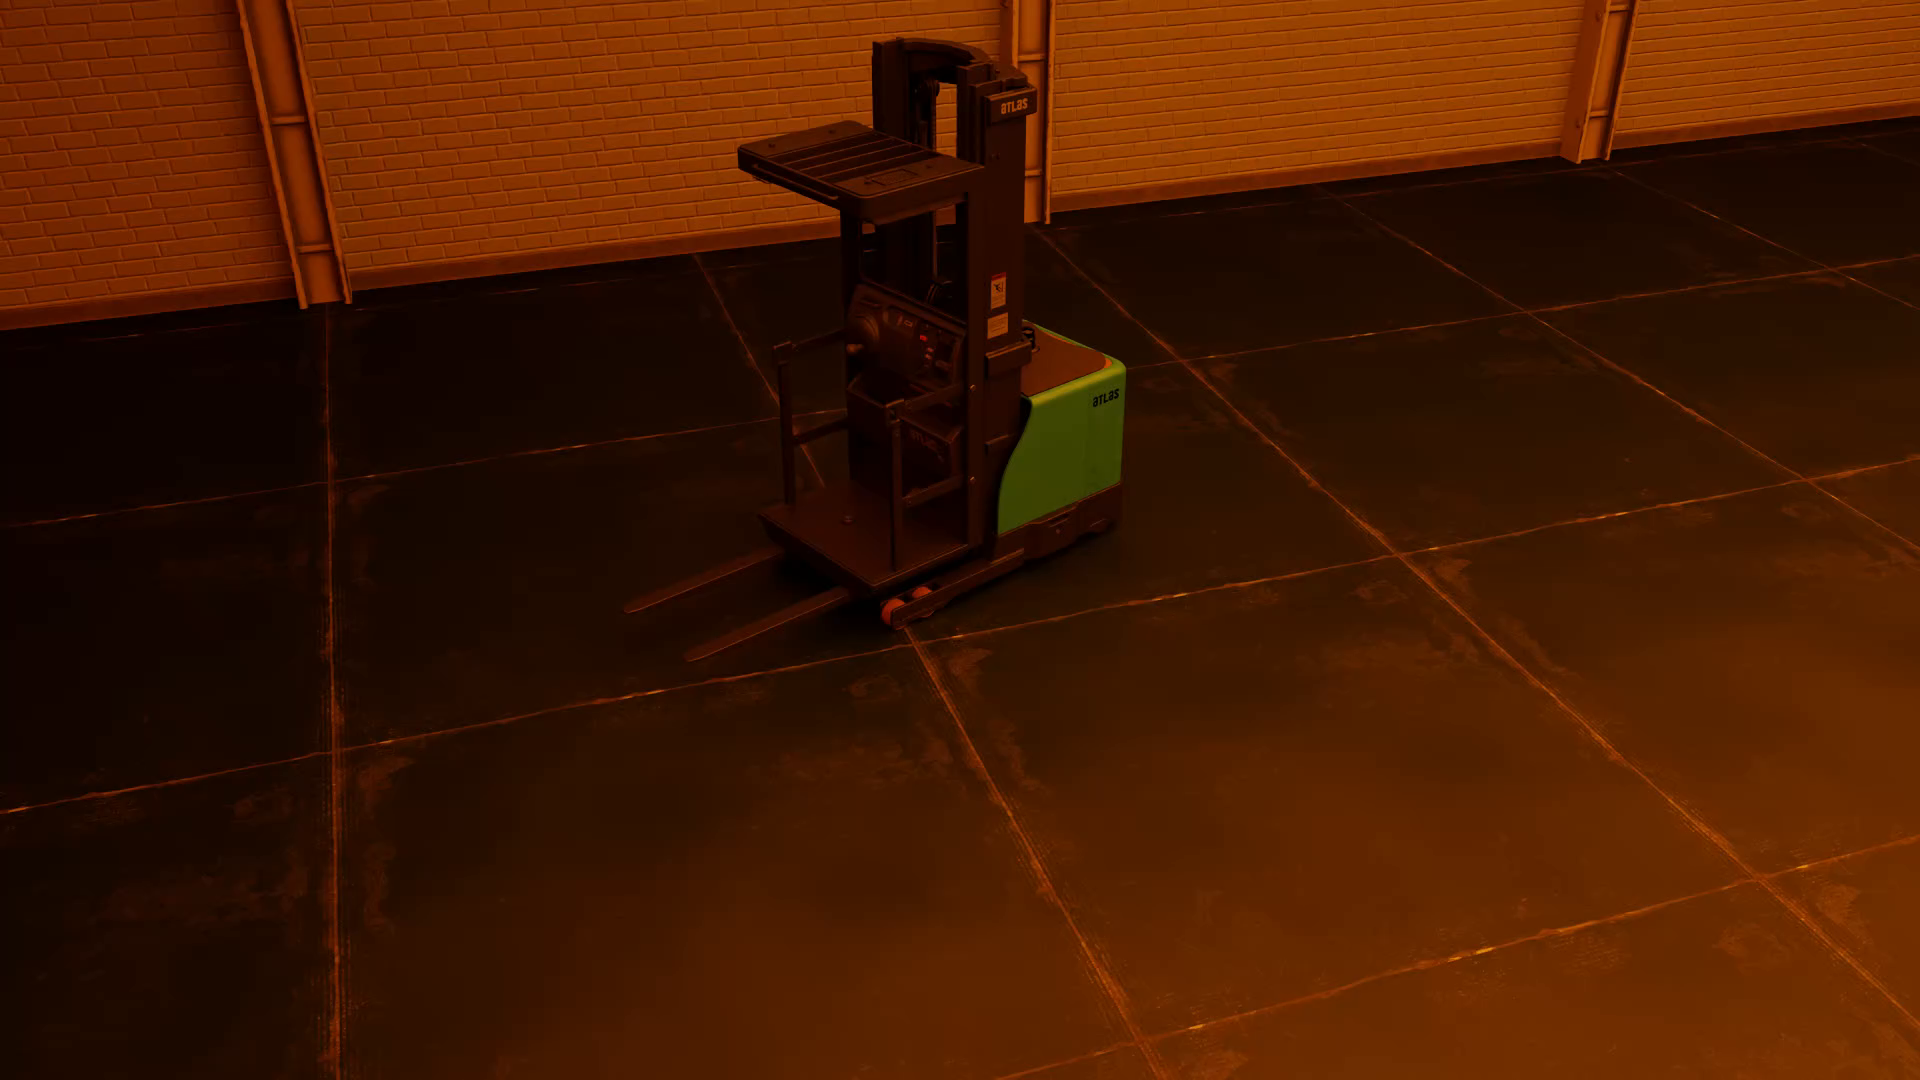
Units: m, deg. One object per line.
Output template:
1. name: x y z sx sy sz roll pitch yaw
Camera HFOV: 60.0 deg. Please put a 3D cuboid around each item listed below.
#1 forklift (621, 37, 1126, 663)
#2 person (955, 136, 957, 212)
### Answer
1. forklift: -0.461 -1.072 8.951 3.031 2.935 1.130 -23 37 -34
2. person: 0.157 -2.437 12.468 0.374 1.795 0.604 -4 30 -6
